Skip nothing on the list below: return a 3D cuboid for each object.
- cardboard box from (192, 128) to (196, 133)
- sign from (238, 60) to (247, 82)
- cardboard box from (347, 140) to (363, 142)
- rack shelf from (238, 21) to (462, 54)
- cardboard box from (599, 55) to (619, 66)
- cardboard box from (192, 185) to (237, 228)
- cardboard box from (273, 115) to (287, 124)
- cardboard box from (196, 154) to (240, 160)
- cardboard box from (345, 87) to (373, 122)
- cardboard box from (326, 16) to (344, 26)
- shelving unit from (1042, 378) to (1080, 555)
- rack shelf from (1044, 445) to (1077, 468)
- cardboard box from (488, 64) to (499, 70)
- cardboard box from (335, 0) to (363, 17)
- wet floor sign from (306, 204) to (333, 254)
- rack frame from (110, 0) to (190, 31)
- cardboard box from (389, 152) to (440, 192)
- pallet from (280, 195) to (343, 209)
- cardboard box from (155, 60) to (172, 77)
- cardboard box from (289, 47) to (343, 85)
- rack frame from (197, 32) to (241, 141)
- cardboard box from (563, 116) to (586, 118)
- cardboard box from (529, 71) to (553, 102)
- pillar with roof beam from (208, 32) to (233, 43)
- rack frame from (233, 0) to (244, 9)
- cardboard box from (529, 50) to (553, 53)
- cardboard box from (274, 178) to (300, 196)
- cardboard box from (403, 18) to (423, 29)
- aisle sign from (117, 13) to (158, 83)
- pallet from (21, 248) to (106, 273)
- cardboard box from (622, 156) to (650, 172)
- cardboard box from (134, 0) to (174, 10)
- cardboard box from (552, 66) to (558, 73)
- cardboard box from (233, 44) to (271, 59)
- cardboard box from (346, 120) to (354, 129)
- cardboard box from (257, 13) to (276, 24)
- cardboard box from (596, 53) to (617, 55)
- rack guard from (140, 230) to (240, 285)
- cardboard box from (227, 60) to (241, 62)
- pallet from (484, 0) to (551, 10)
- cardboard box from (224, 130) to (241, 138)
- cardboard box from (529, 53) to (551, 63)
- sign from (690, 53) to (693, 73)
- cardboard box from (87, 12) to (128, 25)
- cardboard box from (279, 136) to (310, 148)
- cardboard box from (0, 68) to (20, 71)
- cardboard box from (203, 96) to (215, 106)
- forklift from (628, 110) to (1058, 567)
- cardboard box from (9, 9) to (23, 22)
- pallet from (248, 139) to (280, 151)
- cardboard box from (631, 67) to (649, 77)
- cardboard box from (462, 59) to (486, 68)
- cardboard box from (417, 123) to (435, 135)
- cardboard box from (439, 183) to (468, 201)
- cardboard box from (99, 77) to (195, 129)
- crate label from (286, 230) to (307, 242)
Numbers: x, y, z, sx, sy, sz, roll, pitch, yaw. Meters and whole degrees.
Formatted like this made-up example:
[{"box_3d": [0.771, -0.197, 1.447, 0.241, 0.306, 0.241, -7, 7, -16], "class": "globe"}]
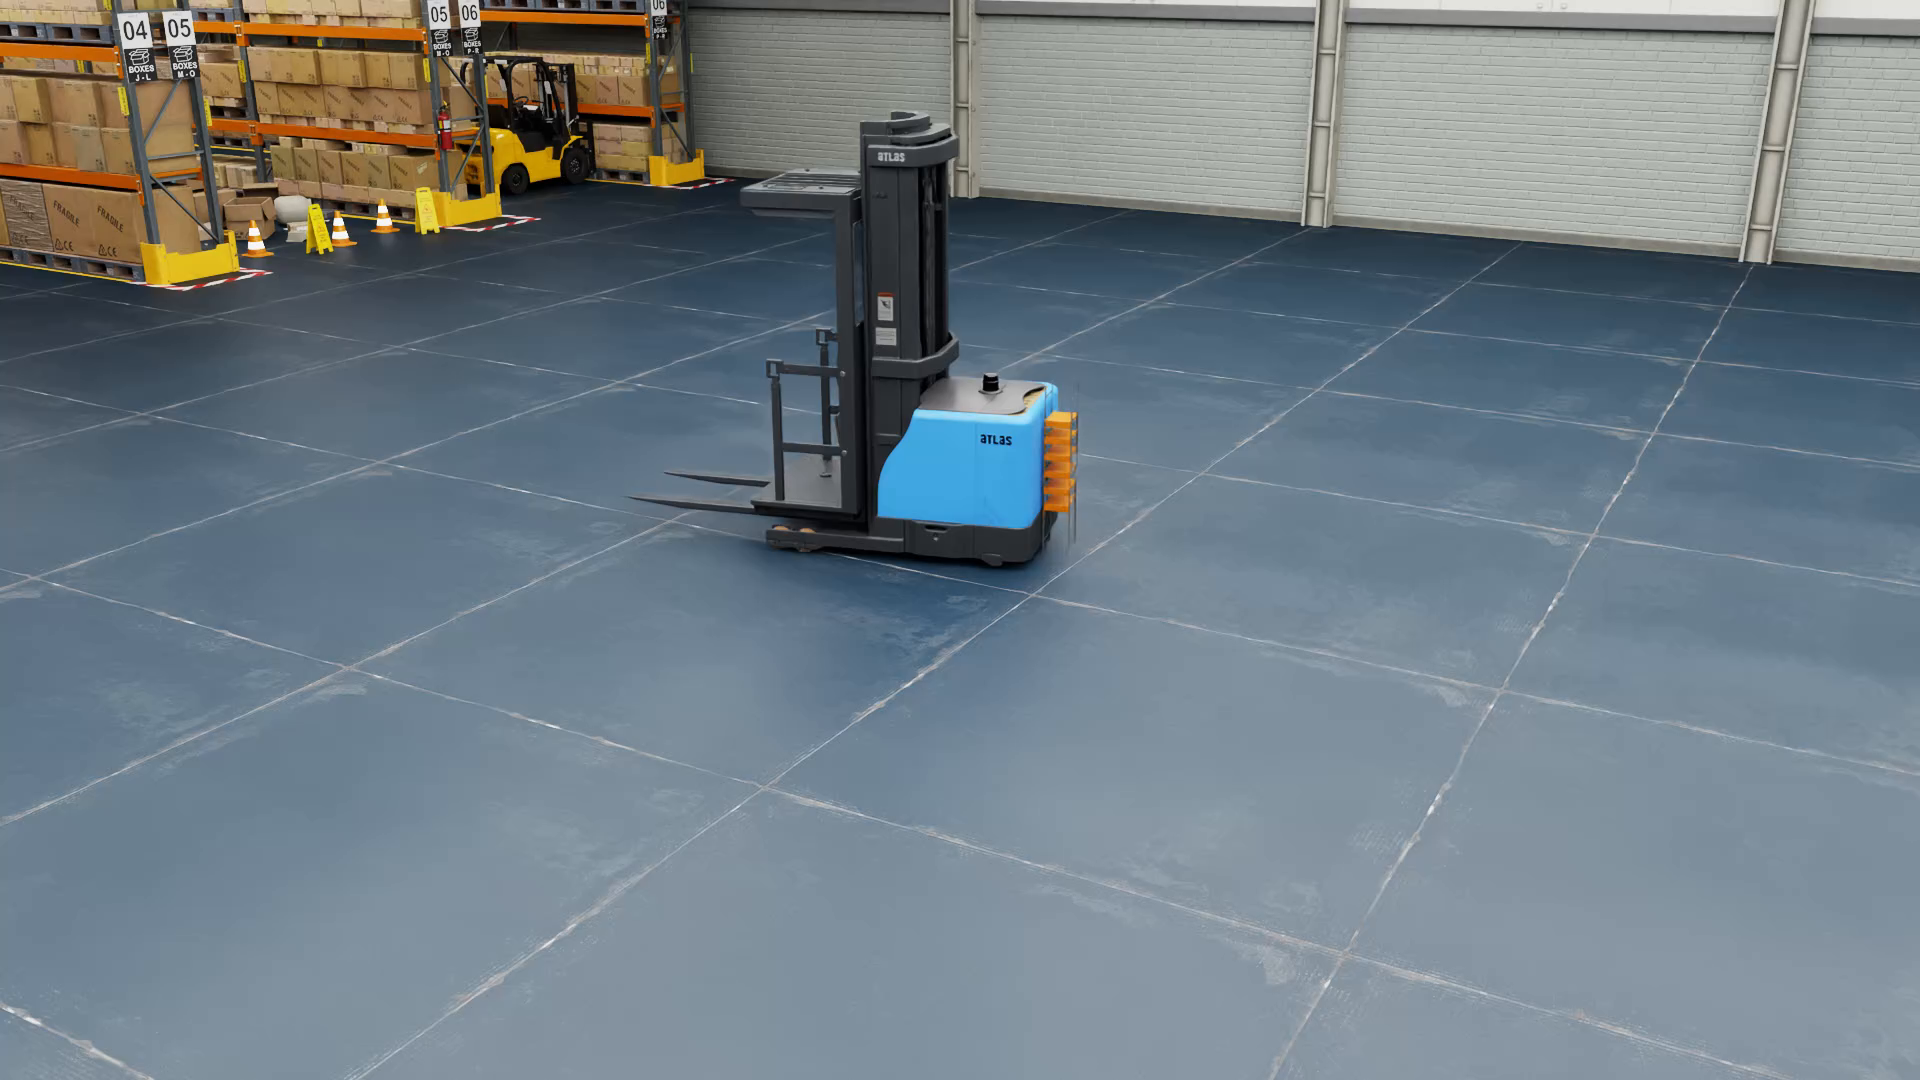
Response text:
[{"box_3d": [-16.089, -8.580, 34.683, 0.250, 0.149, 0.380, 10, 22, 26], "class": "cardboard box"}, {"box_3d": [-11.160, -7.287, 25.857, 0.005, 0.325, 0.100, 11, 23, 27], "class": "sign"}, {"box_3d": [-11.430, -8.025, 32.457, 0.625, 0.625, 0.875, 12, 23, 29], "class": "cardboard box"}, {"box_3d": [-9.147, -7.648, 25.206, 4.000, 0.370, 1.077, 11, 23, 27], "class": "rack shelf"}, {"box_3d": [-6.052, -8.341, 28.926, 0.250, 0.149, 0.380, 11, 23, 28], "class": "cardboard box"}, {"box_3d": [-10.989, -4.825, 24.230, 0.503, 0.637, 0.797, 11, 23, 27], "class": "cardboard box"}, {"box_3d": [-10.528, -6.616, 26.073, 0.250, 0.149, 0.380, 12, 23, 29], "class": "cardboard box"}, {"box_3d": [-12.589, -6.191, 27.771, 0.625, 0.372, 0.950, 12, 23, 29], "class": "cardboard box"}, {"box_3d": [-8.879, -6.607, 25.098, 0.500, 0.500, 0.500, 11, 23, 27], "class": "cardboard box"}, {"box_3d": [-9.211, -7.754, 24.811, 0.250, 0.149, 0.380, 10, 22, 27], "class": "cardboard box"}, {"box_3d": [0.696, -0.504, 11.496, 0.189, 1.200, 0.258, 5, 21, 14], "class": "shelving unit"}, {"box_3d": [0.696, -0.575, 11.470, 0.180, 0.103, 0.258, 5, 21, 14], "class": "rack shelf"}, {"box_3d": [-8.325, -8.607, 30.097, 0.250, 0.149, 0.380, 10, 22, 26], "class": "cardboard box"}, {"box_3d": [-8.873, -7.896, 24.620, 0.500, 0.250, 0.500, 12, 23, 29], "class": "cardboard box"}, {"box_3d": [-8.736, -4.231, 22.582, 0.232, 0.644, 0.267, 7, 21, 18], "class": "wet floor sign"}, {"box_3d": [-9.727, -7.573, 19.546, 0.127, 3.000, 1.000, 11, 23, 27], "class": "rack frame"}, {"box_3d": [-8.227, -5.556, 25.100, 0.500, 0.500, 0.500, 11, 23, 28], "class": "cardboard box"}, {"box_3d": [-10.289, -5.496, 26.708, 1.213, 0.211, 1.003, 11, 23, 27], "class": "pallet"}, {"box_3d": [-12.747, -7.558, 27.103, 0.500, 0.500, 0.500, 10, 22, 25], "class": "cardboard box"}, {"box_3d": [-9.754, -7.245, 25.389, 0.500, 0.500, 0.700, 10, 22, 26], "class": "cardboard box"}, {"box_3d": [-15.459, -9.717, 34.254, 0.127, 3.000, 1.000, 11, 23, 27], "class": "rack frame"}, {"box_3d": [-7.067, -7.569, 30.284, 0.500, 0.250, 0.500, 11, 23, 28], "class": "cardboard box"}, {"box_3d": [-7.310, -8.117, 29.696, 0.500, 0.500, 0.500, 11, 22, 27], "class": "cardboard box"}, {"box_3d": [-17.727, -11.640, 30.757, 0.400, 9.000, 9.100, 11, 23, 27], "class": "pillar with roof beam"}, {"box_3d": [-10.893, -9.729, 25.488, 0.127, 3.000, 1.000, 11, 23, 27], "class": "rack frame"}, {"box_3d": [-7.613, -8.821, 30.251, 0.250, 0.149, 0.380, 11, 22, 27], "class": "cardboard box"}, {"box_3d": [-10.509, -5.635, 26.417, 0.500, 0.250, 0.500, 10, 22, 25], "class": "cardboard box"}, {"box_3d": [-7.849, -7.511, 24.143, 0.250, 0.149, 0.380, 11, 23, 28], "class": "cardboard box"}, {"box_3d": [-9.811, -5.874, 19.847, 0.004, 0.787, 0.394, 11, 23, 27], "class": "aisle sign"}, {"box_3d": [-11.524, -3.755, 21.907, 1.213, 0.211, 1.003, 11, 23, 27], "class": "pallet"}, {"box_3d": [-5.548, -6.611, 29.106, 0.500, 0.250, 0.500, 11, 23, 28], "class": "cardboard box"}, {"box_3d": [-10.023, -6.633, 20.375, 0.500, 0.250, 0.500, 11, 23, 27], "class": "cardboard box"}, {"box_3d": [-6.985, -8.344, 29.372, 0.250, 0.149, 0.380, 10, 22, 26], "class": "cardboard box"}, {"box_3d": [-14.009, -9.598, 33.163, 0.500, 0.500, 0.700, 11, 23, 27], "class": "cardboard box"}, {"box_3d": [-9.156, -6.384, 25.433, 0.250, 0.149, 0.380, 11, 23, 27], "class": "cardboard box"}, {"box_3d": [-10.540, -8.015, 25.531, 0.250, 0.149, 0.380, 11, 23, 27], "class": "cardboard box"}, {"box_3d": [-6.254, -8.581, 29.588, 0.250, 0.149, 0.380, 10, 22, 26], "class": "cardboard box"}, {"box_3d": [-9.706, -3.574, 20.984, 0.348, 0.500, 1.175, 11, 23, 27], "class": "rack guard"}, {"box_3d": [-11.600, -7.539, 27.052, 0.500, 0.500, 0.500, 11, 23, 27], "class": "cardboard box"}, {"box_3d": [-7.718, -9.621, 29.721, 1.213, 0.211, 1.003, 11, 23, 27], "class": "pallet"}, {"box_3d": [-14.677, -8.506, 33.967, 0.500, 0.500, 0.500, 10, 22, 27], "class": "cardboard box"}, {"box_3d": [-7.428, -8.572, 29.564, 0.250, 0.149, 0.380, 10, 22, 26], "class": "cardboard box"}, {"box_3d": [-4.707, -8.330, 29.045, 0.005, 0.325, 0.100, 11, 23, 27], "class": "sign"}, {"box_3d": [-10.182, -6.244, 19.886, 0.250, 0.149, 0.380, 11, 23, 27], "class": "cardboard box"}, {"box_3d": [-10.430, -6.254, 26.072, 0.250, 0.149, 0.380, 11, 23, 28], "class": "cardboard box"}, {"box_3d": [-12.913, -5.925, 21.996, 0.550, 0.550, 0.875, 11, 23, 27], "class": "cardboard box"}, {"box_3d": [-11.941, -7.073, 26.716, 0.250, 0.149, 0.380, 10, 22, 26], "class": "cardboard box"}, {"box_3d": [-0.866, -1.457, 11.584, 3.031, 2.935, 1.130, 5, 21, 14], "class": "forklift"}, {"box_3d": [-11.513, -6.497, 20.586, 0.250, 0.149, 0.380, 11, 23, 28], "class": "cardboard box"}, {"box_3d": [-13.662, -8.080, 33.830, 1.213, 0.211, 1.003, 11, 23, 27], "class": "pallet"}, {"box_3d": [-5.423, -8.048, 28.554, 0.250, 0.149, 0.380, 11, 23, 28], "class": "cardboard box"}, {"box_3d": [-8.882, -8.729, 30.434, 0.250, 0.149, 0.380, 12, 23, 29], "class": "cardboard box"}, {"box_3d": [-7.831, -6.124, 24.716, 0.250, 0.149, 0.380, 12, 23, 29], "class": "cardboard box"}, {"box_3d": [-7.970, -5.365, 25.672, 0.500, 0.250, 0.500, 11, 22, 27], "class": "cardboard box"}, {"box_3d": [-10.032, -5.404, 20.561, 0.550, 0.550, 0.875, 11, 23, 27], "class": "cardboard box"}, {"box_3d": [-9.366, -4.310, 23.547, 0.298, 0.136, 0.250, 0, 20, -1], "class": "crate label"}]
